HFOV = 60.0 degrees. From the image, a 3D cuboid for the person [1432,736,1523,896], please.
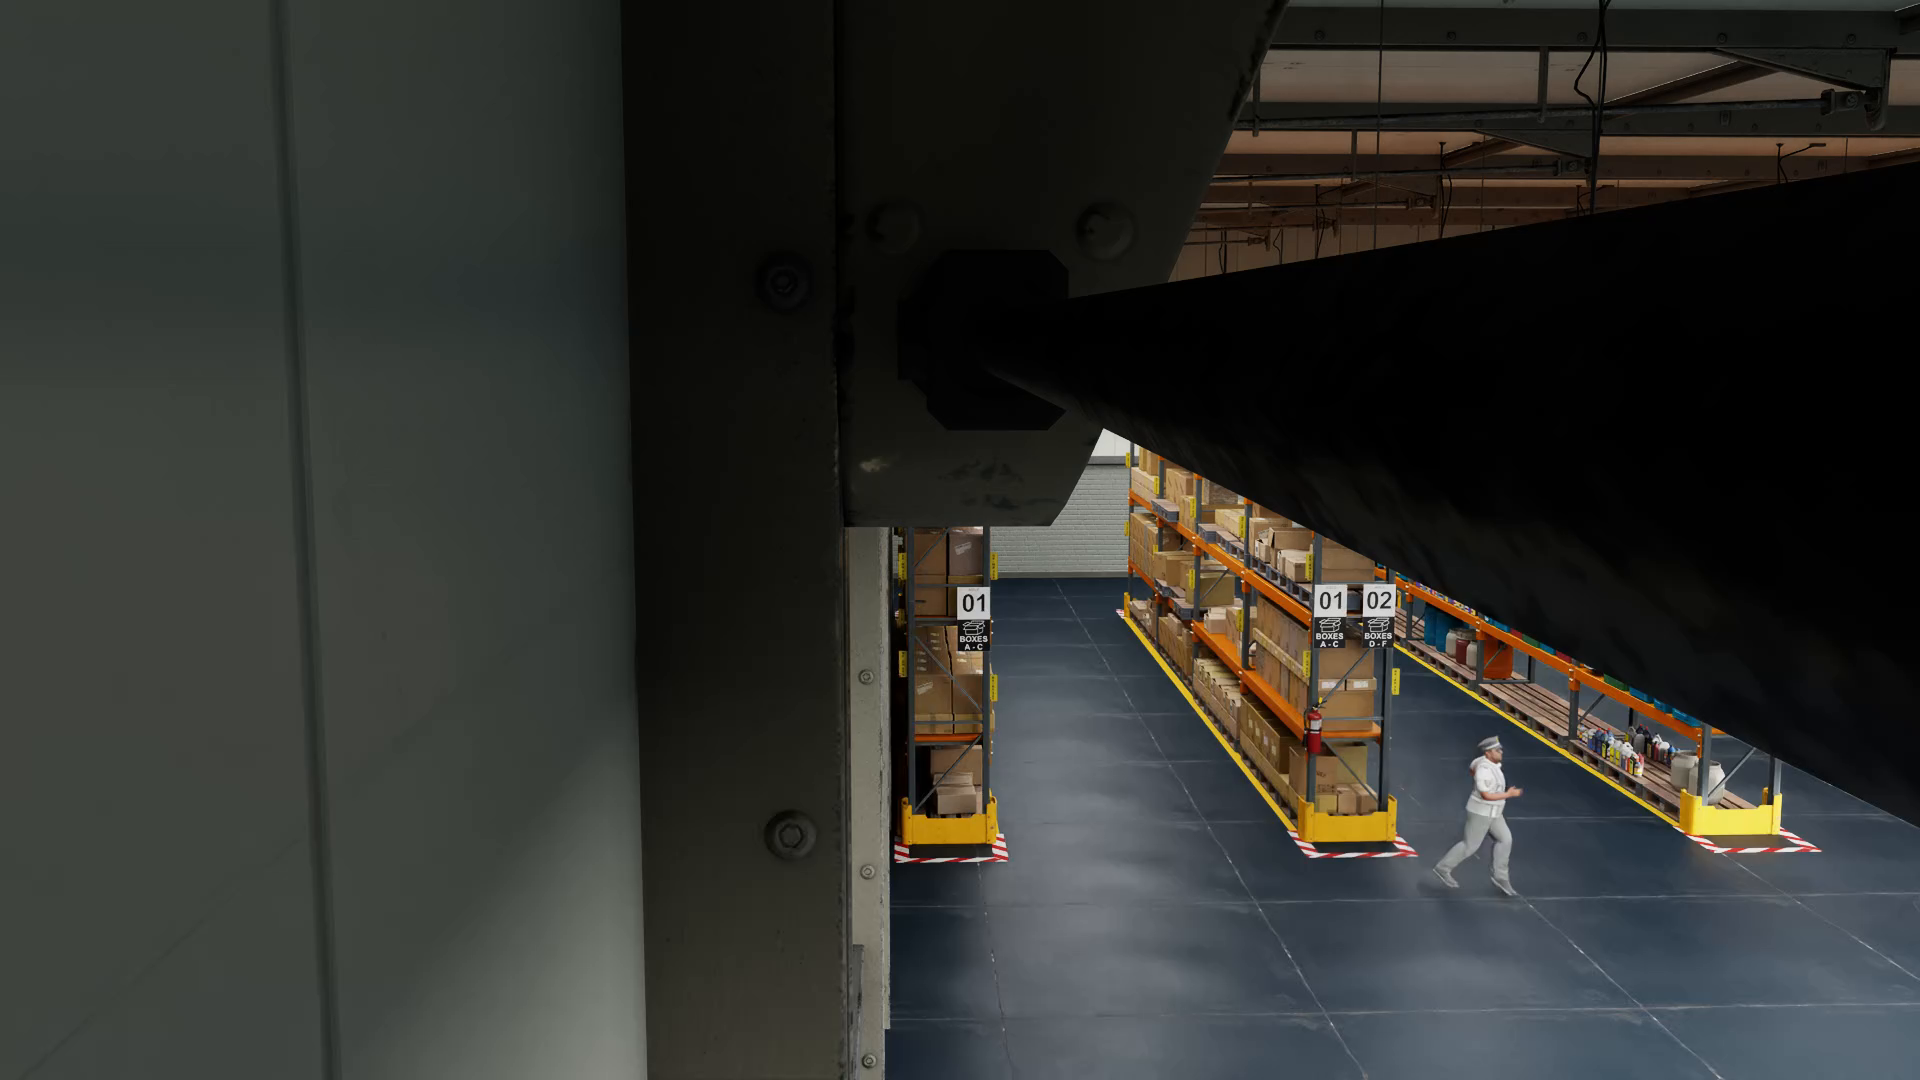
[{"bbox_3d":[5.838,3.082,18.670,0.929,1.837,0.672,4,8,29],"label":"person"}]
